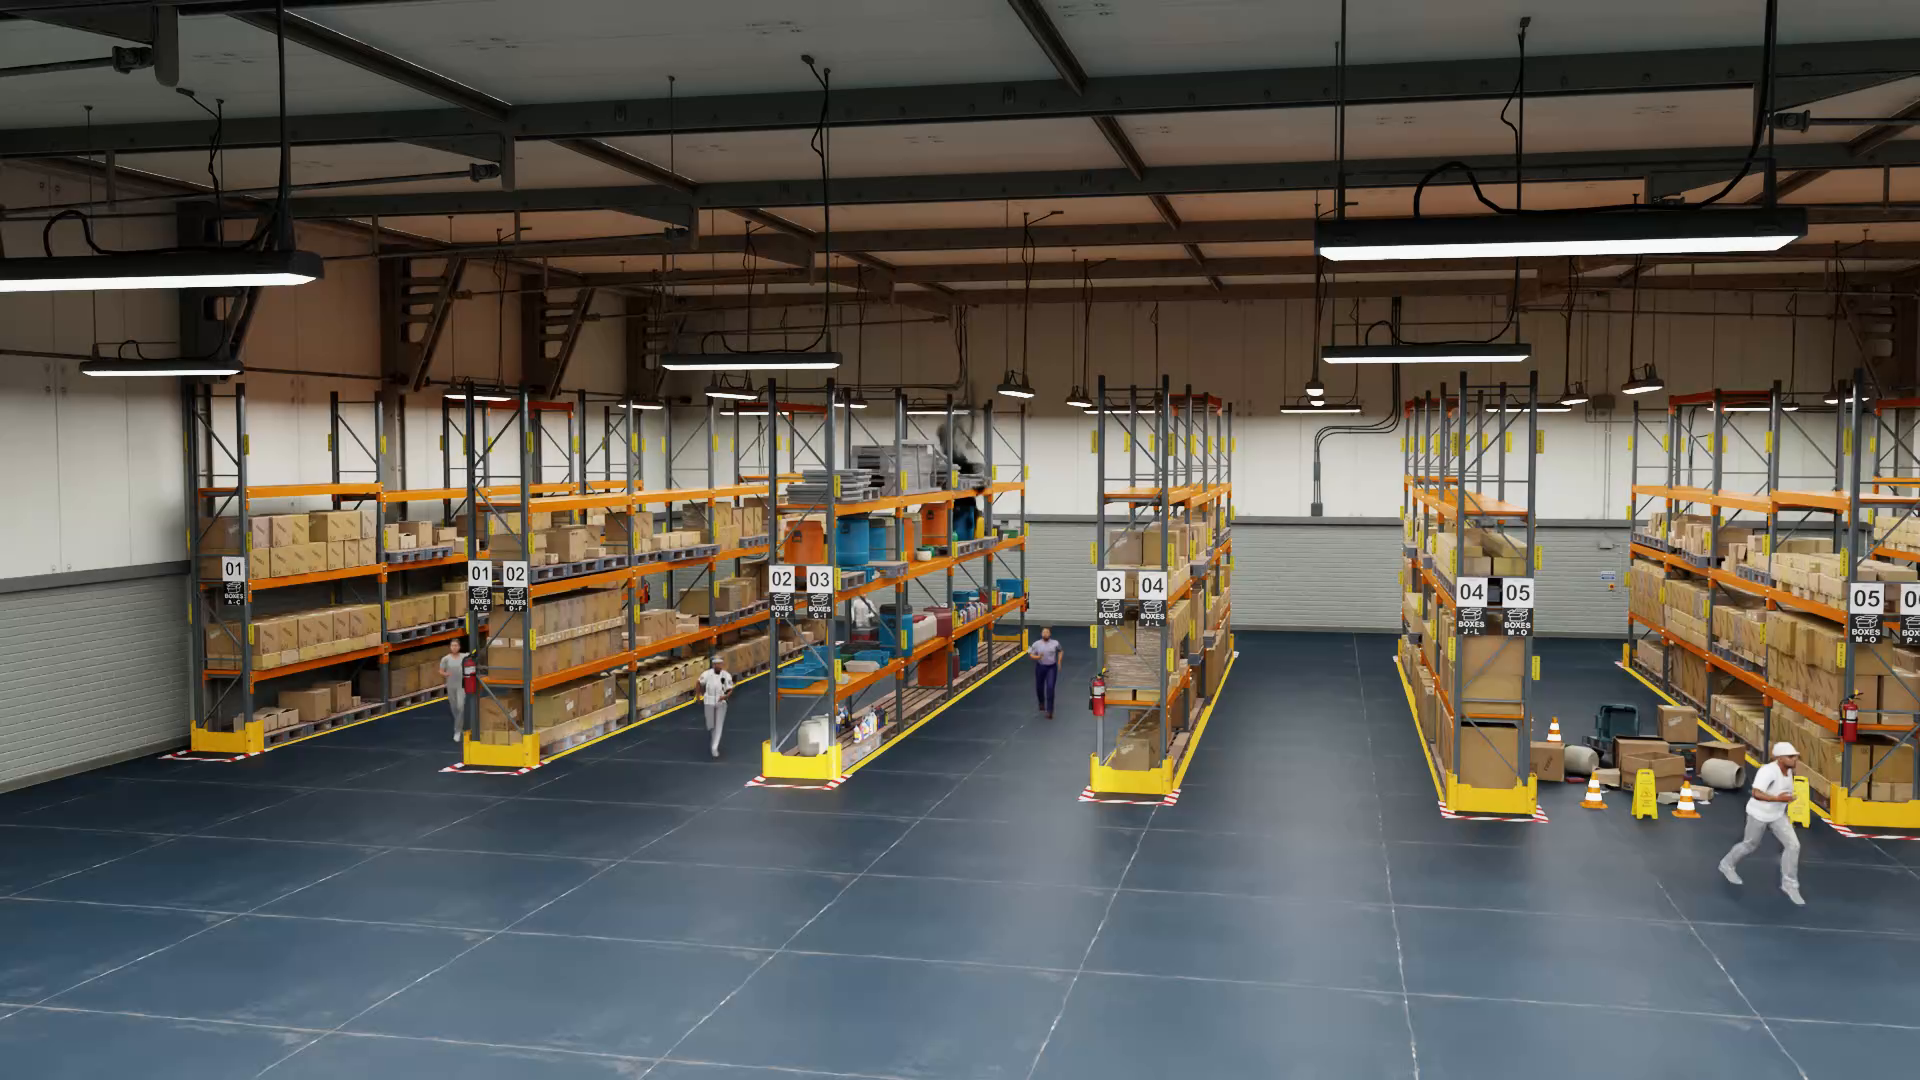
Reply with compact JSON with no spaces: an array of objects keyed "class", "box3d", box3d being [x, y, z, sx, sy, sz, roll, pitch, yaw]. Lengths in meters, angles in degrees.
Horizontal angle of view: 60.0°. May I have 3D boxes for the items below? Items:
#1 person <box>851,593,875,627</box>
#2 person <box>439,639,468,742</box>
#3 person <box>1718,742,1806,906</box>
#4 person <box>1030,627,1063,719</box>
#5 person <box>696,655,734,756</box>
[{"class":"person","box3d":[-2.282,1.946,39.019,0.607,1.652,0.550,0,3,-5]},{"class":"person","box3d":[-8.594,2.529,28.382,0.554,1.693,0.927,0,3,-6]},{"class":"person","box3d":[8.892,3.088,18.437,0.694,1.774,1.006,-2,4,-27]},{"class":"person","box3d":[1.588,2.412,30.633,0.607,1.632,0.941,0,3,6]},{"class":"person","box3d":[-3.957,2.663,26.826,0.615,1.649,0.642,0,3,-5]}]
